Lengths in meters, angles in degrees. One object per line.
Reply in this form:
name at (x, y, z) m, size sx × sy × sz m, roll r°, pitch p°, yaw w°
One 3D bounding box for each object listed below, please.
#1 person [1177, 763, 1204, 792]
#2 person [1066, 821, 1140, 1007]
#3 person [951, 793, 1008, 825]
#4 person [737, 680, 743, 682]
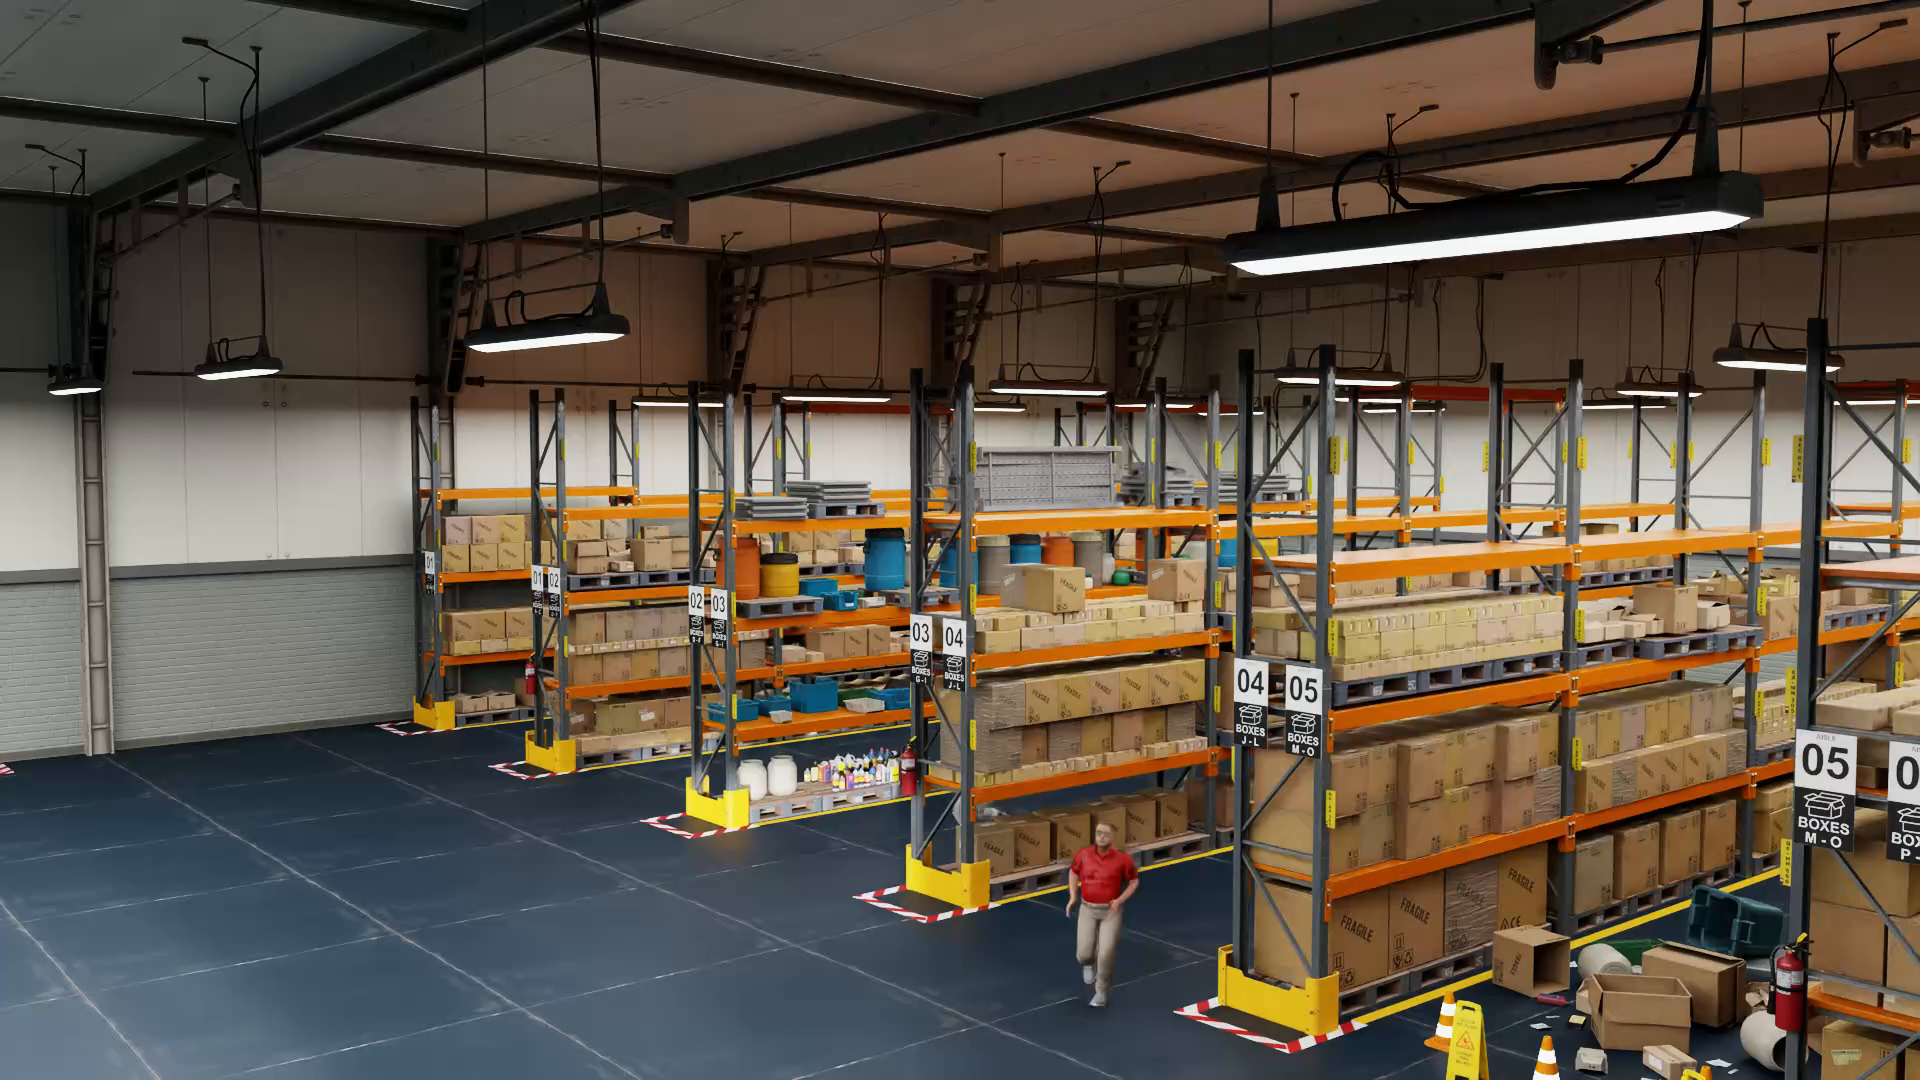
person at (3.501, 2.890, 24.677) m, size 0.861 × 1.715 × 0.663 m, roll -3°, pitch 5°, yaw -44°
person at (1.308, 3.431, 15.317) m, size 0.677 × 1.677 × 0.604 m, roll 1°, pitch 3°, yaw 15°
person at (0.215, 3.125, 21.244) m, size 1.090 × 1.618 × 0.663 m, roll -2°, pitch 4°, yaw -36°
person at (-4.139, 2.475, 30.412) m, size 0.673 × 1.841 × 0.950 m, roll 3°, pitch 5°, yaw 42°
